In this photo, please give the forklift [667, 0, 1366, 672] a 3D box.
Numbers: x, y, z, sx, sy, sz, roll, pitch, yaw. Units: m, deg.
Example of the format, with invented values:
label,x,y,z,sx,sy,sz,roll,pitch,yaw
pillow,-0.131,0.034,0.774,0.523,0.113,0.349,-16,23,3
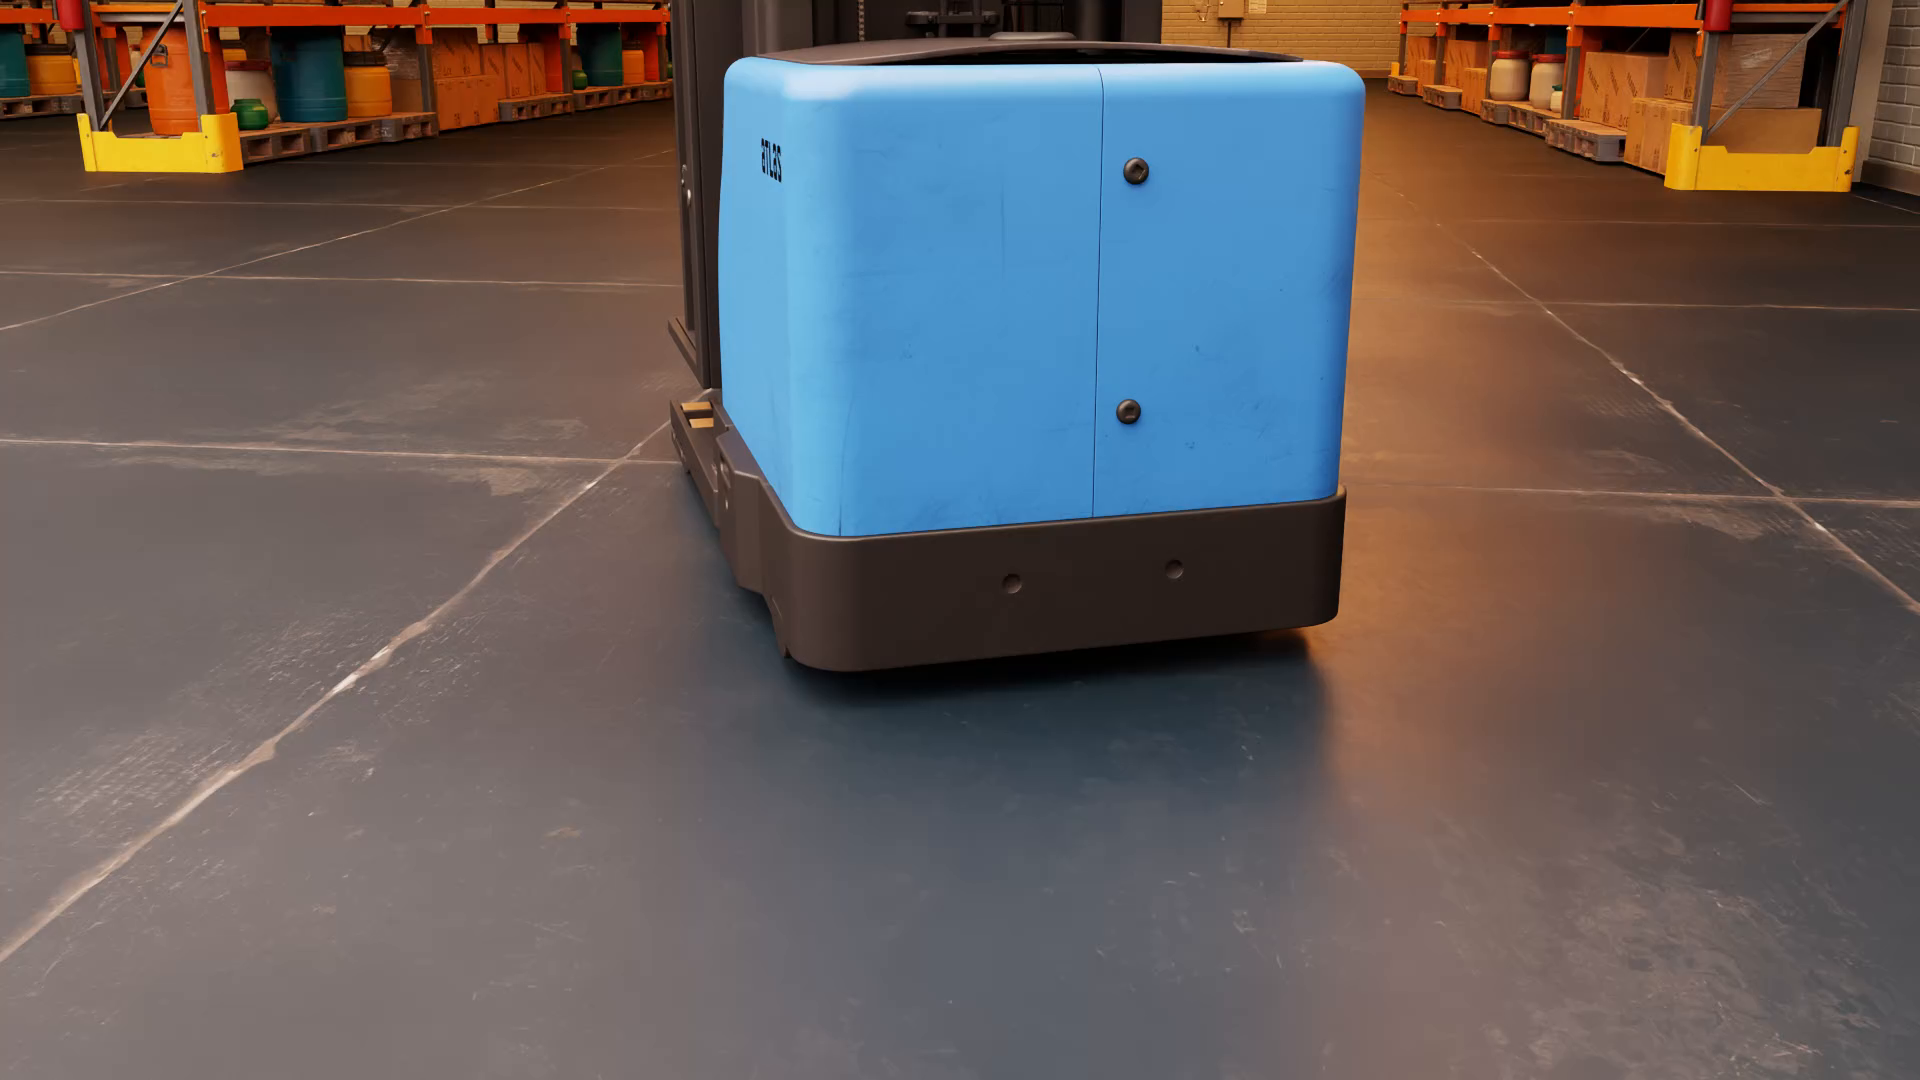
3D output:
label,x,y,z,sx,sy,sz,roll,pitch,yaw
forklift,-0.159,-1.575,3.946,1.130,2.935,3.031,-5,18,-14
